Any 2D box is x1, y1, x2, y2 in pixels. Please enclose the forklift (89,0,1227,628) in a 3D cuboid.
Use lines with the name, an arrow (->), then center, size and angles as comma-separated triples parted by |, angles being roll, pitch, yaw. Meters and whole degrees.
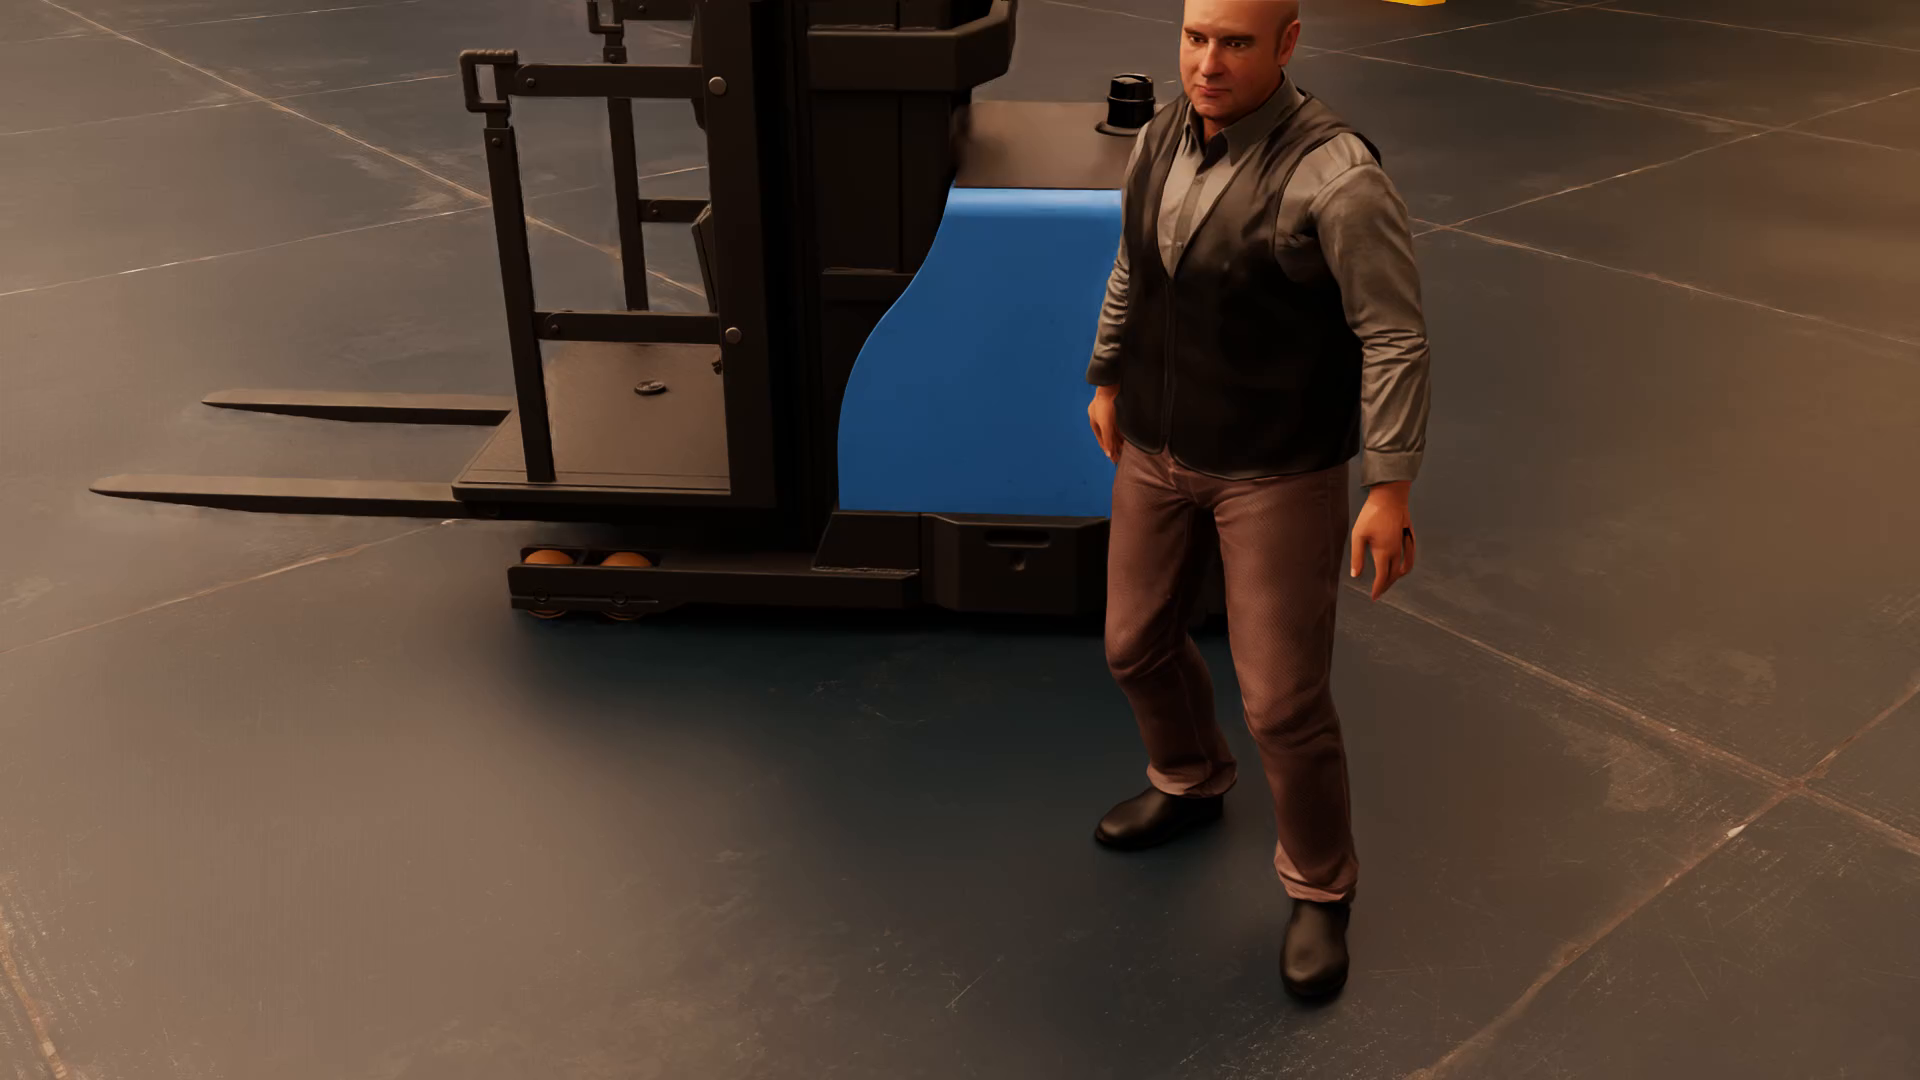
forklift -> -0.703, -1.346, 3.916 | 3.031, 2.935, 1.130 | 2, 26, 4

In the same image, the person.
person -> 0.480, -0.134, 2.868 | 0.390, 1.695, 0.813 | -22, 34, -36
